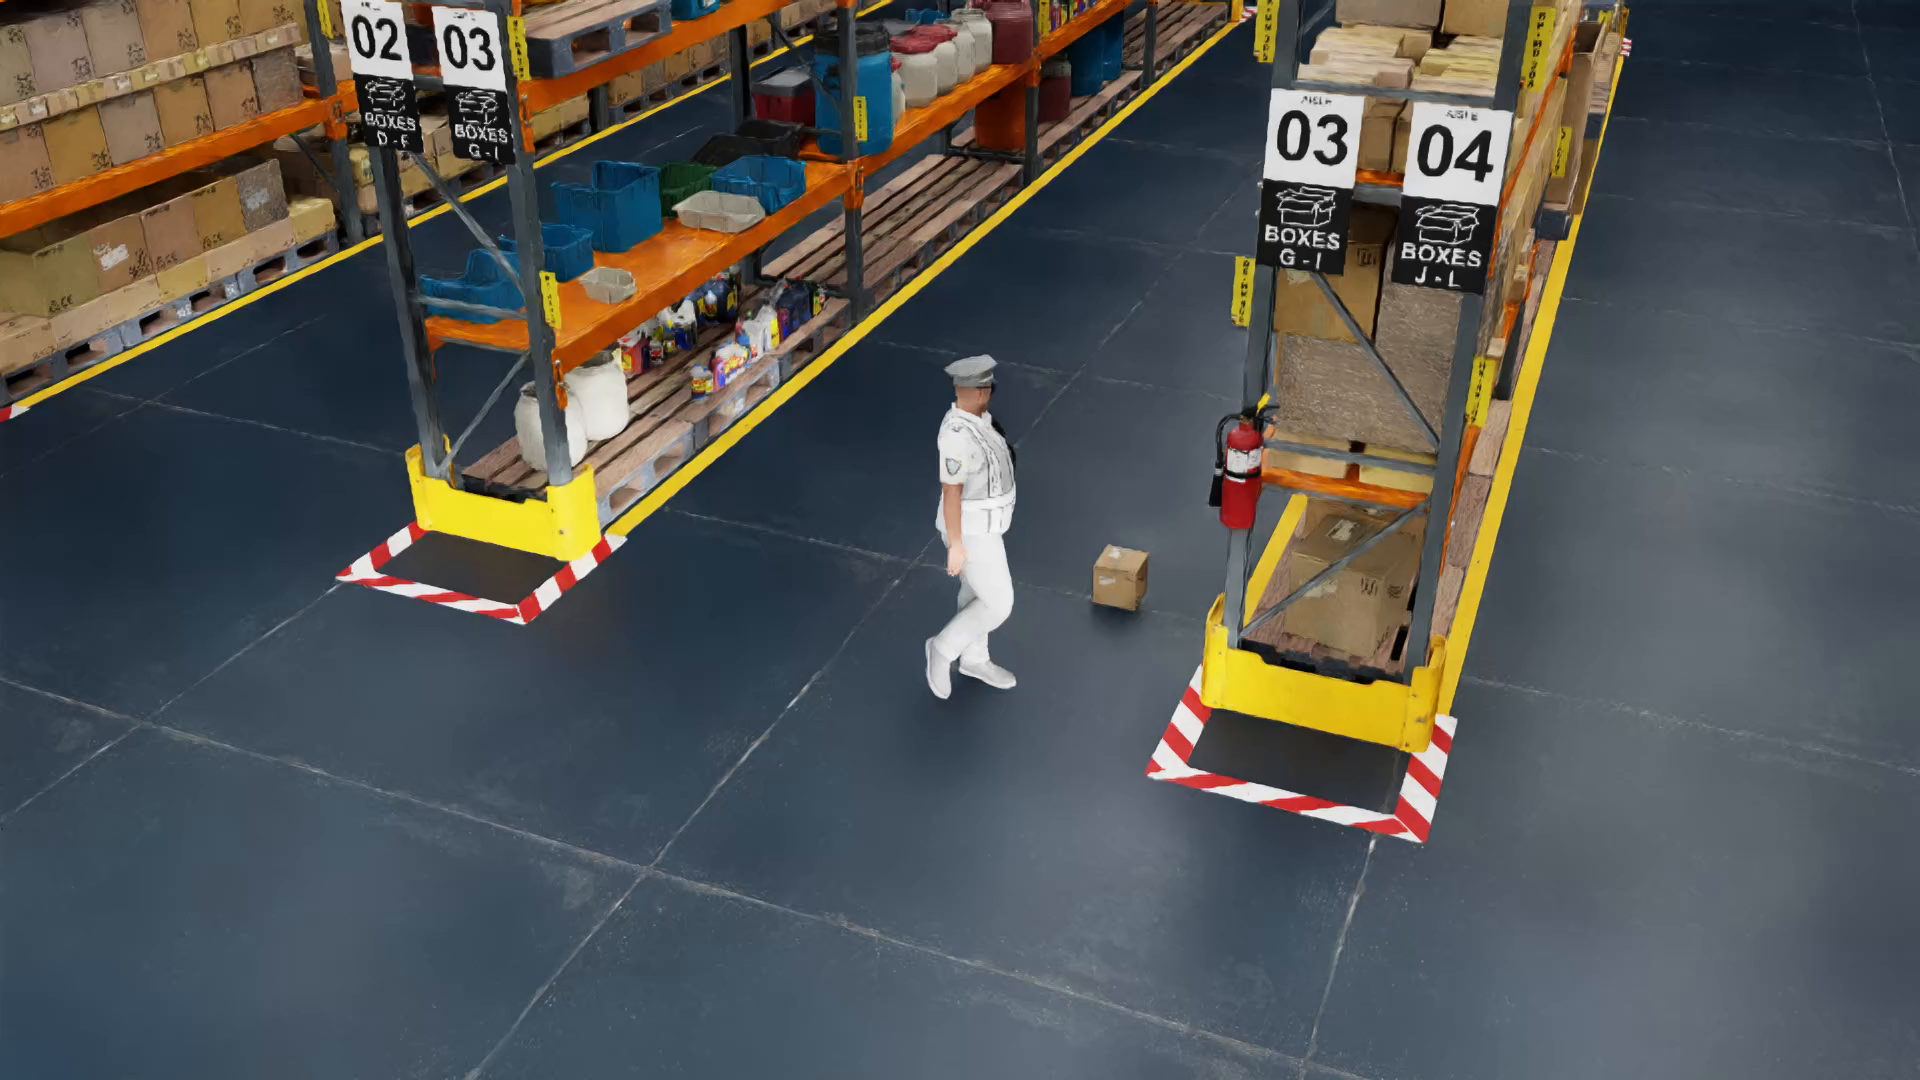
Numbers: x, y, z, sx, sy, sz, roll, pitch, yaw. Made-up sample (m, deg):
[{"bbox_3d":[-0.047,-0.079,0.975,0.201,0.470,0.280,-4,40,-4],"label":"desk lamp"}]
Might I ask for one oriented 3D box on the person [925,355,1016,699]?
[{"bbox_3d":[0.076,-0.050,8.477,0.476,1.748,0.690,5,30,8],"label":"person"}]
